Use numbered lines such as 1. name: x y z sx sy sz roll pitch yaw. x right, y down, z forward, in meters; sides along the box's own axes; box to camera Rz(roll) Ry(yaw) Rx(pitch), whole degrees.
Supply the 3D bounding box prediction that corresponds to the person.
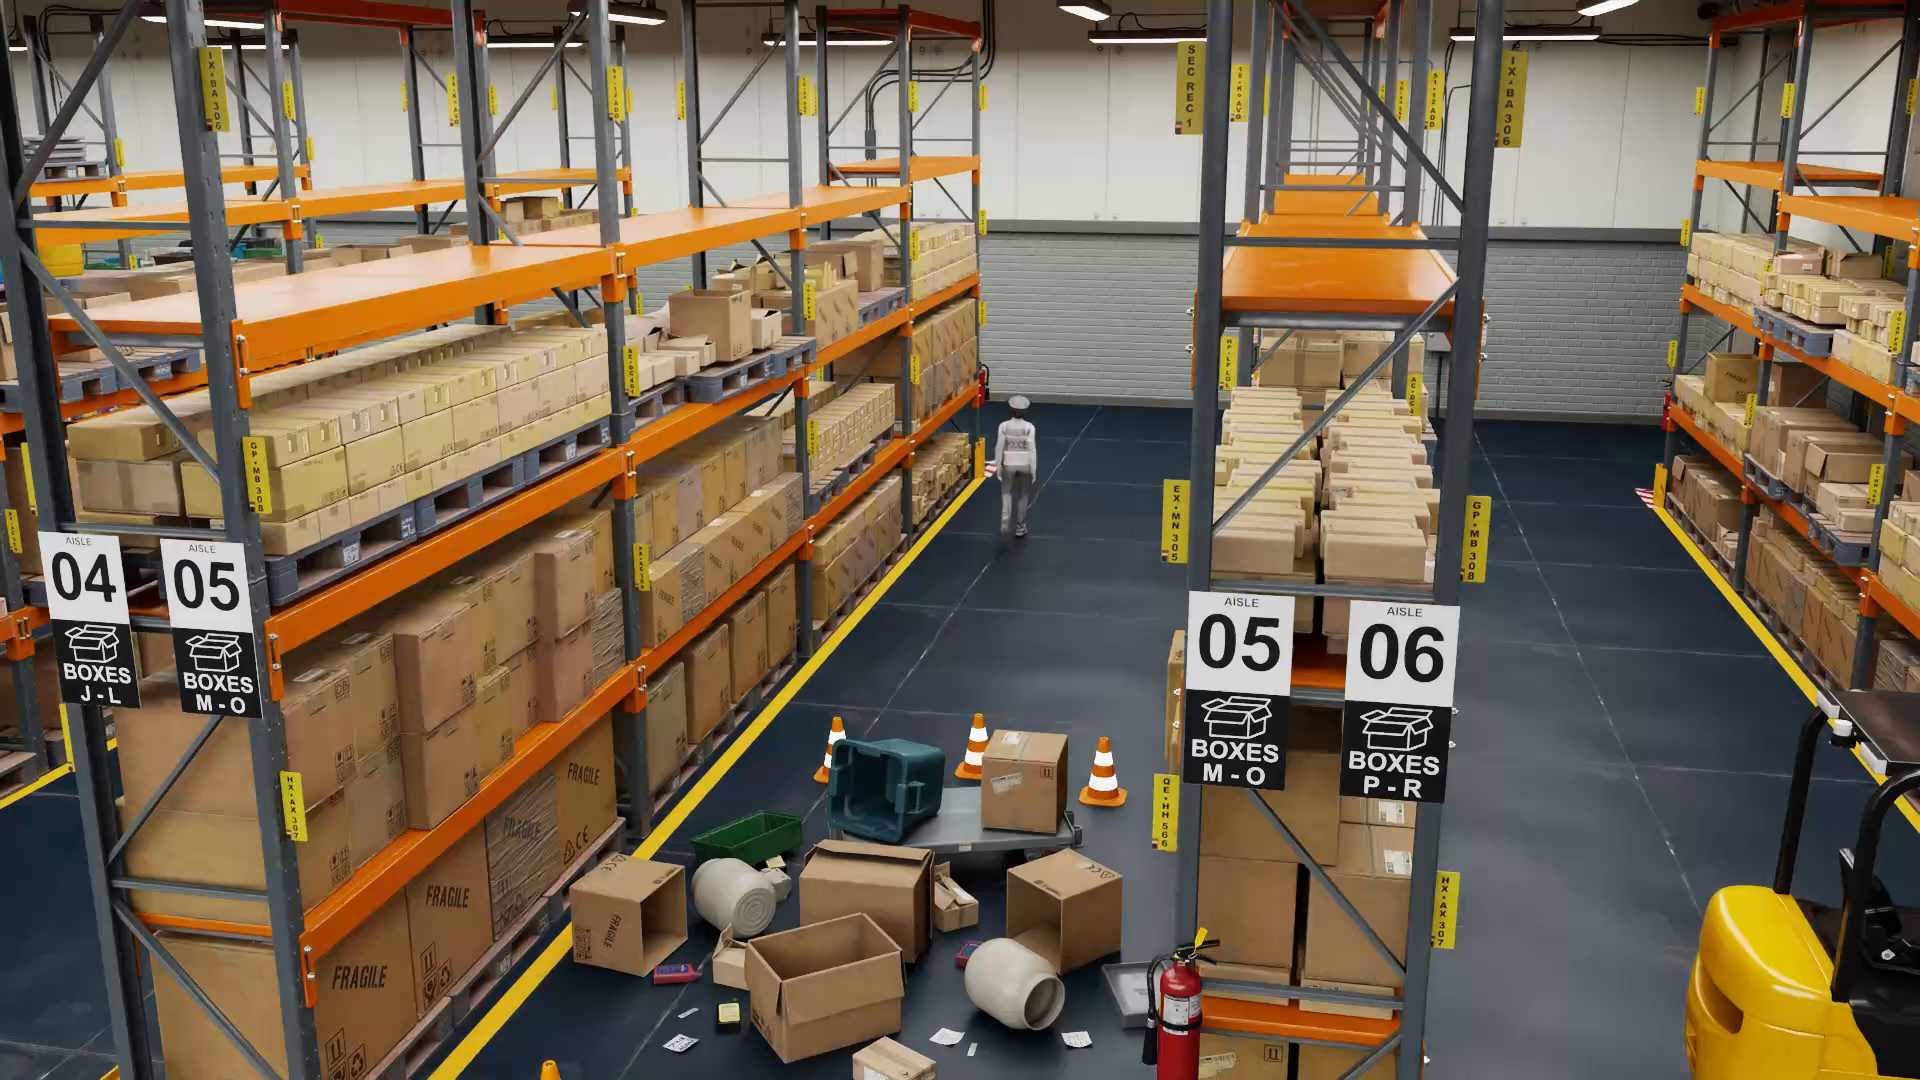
1. person: 1.322 -1.462 17.253 6.295 2.361 21.617 2 15 8
